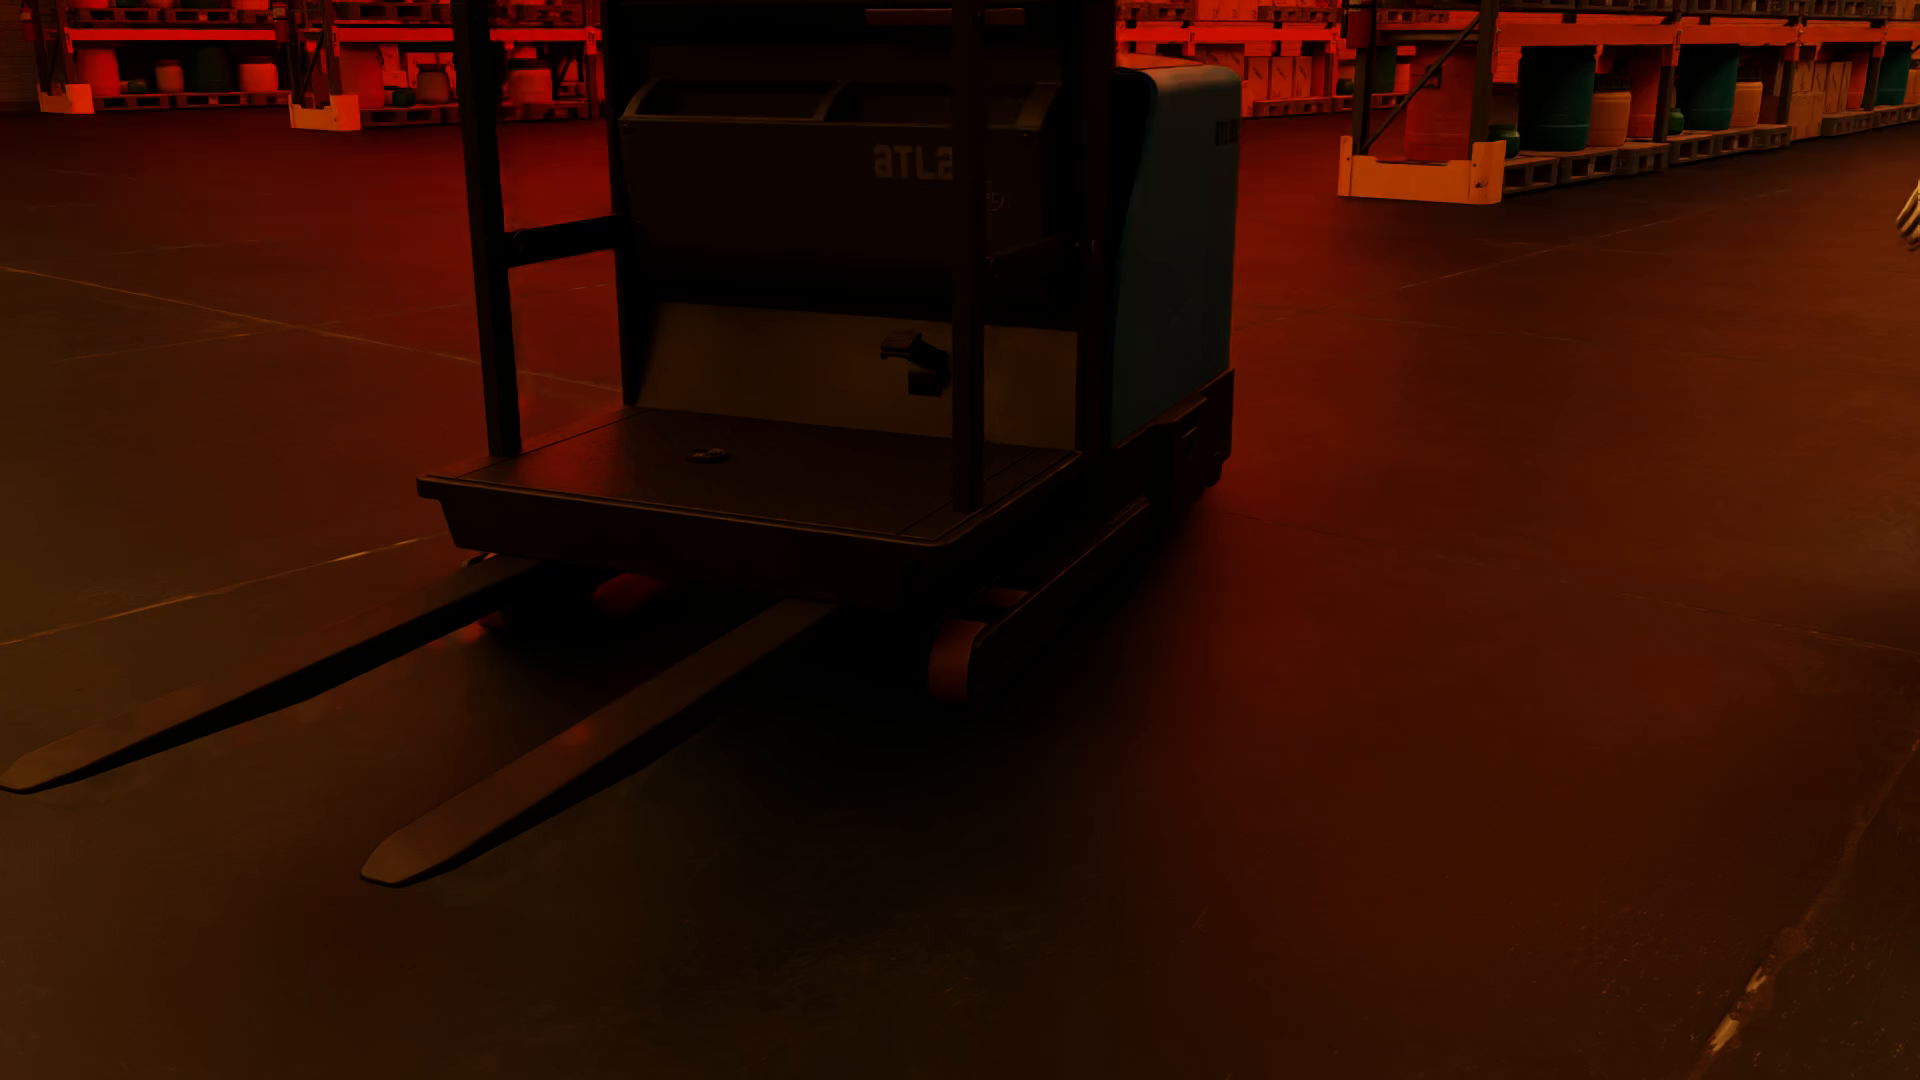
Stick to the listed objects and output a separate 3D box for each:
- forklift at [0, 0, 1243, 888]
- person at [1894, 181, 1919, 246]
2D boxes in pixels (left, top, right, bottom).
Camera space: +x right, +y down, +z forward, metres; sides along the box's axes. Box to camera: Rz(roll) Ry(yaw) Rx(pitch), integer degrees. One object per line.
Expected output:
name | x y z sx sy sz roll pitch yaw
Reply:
forklift | -0.332 -1.239 2.979 1.130 2.935 3.031 7 18 23
person | 2.677 -0.746 3.805 0.810 1.547 0.747 -14 22 -39
